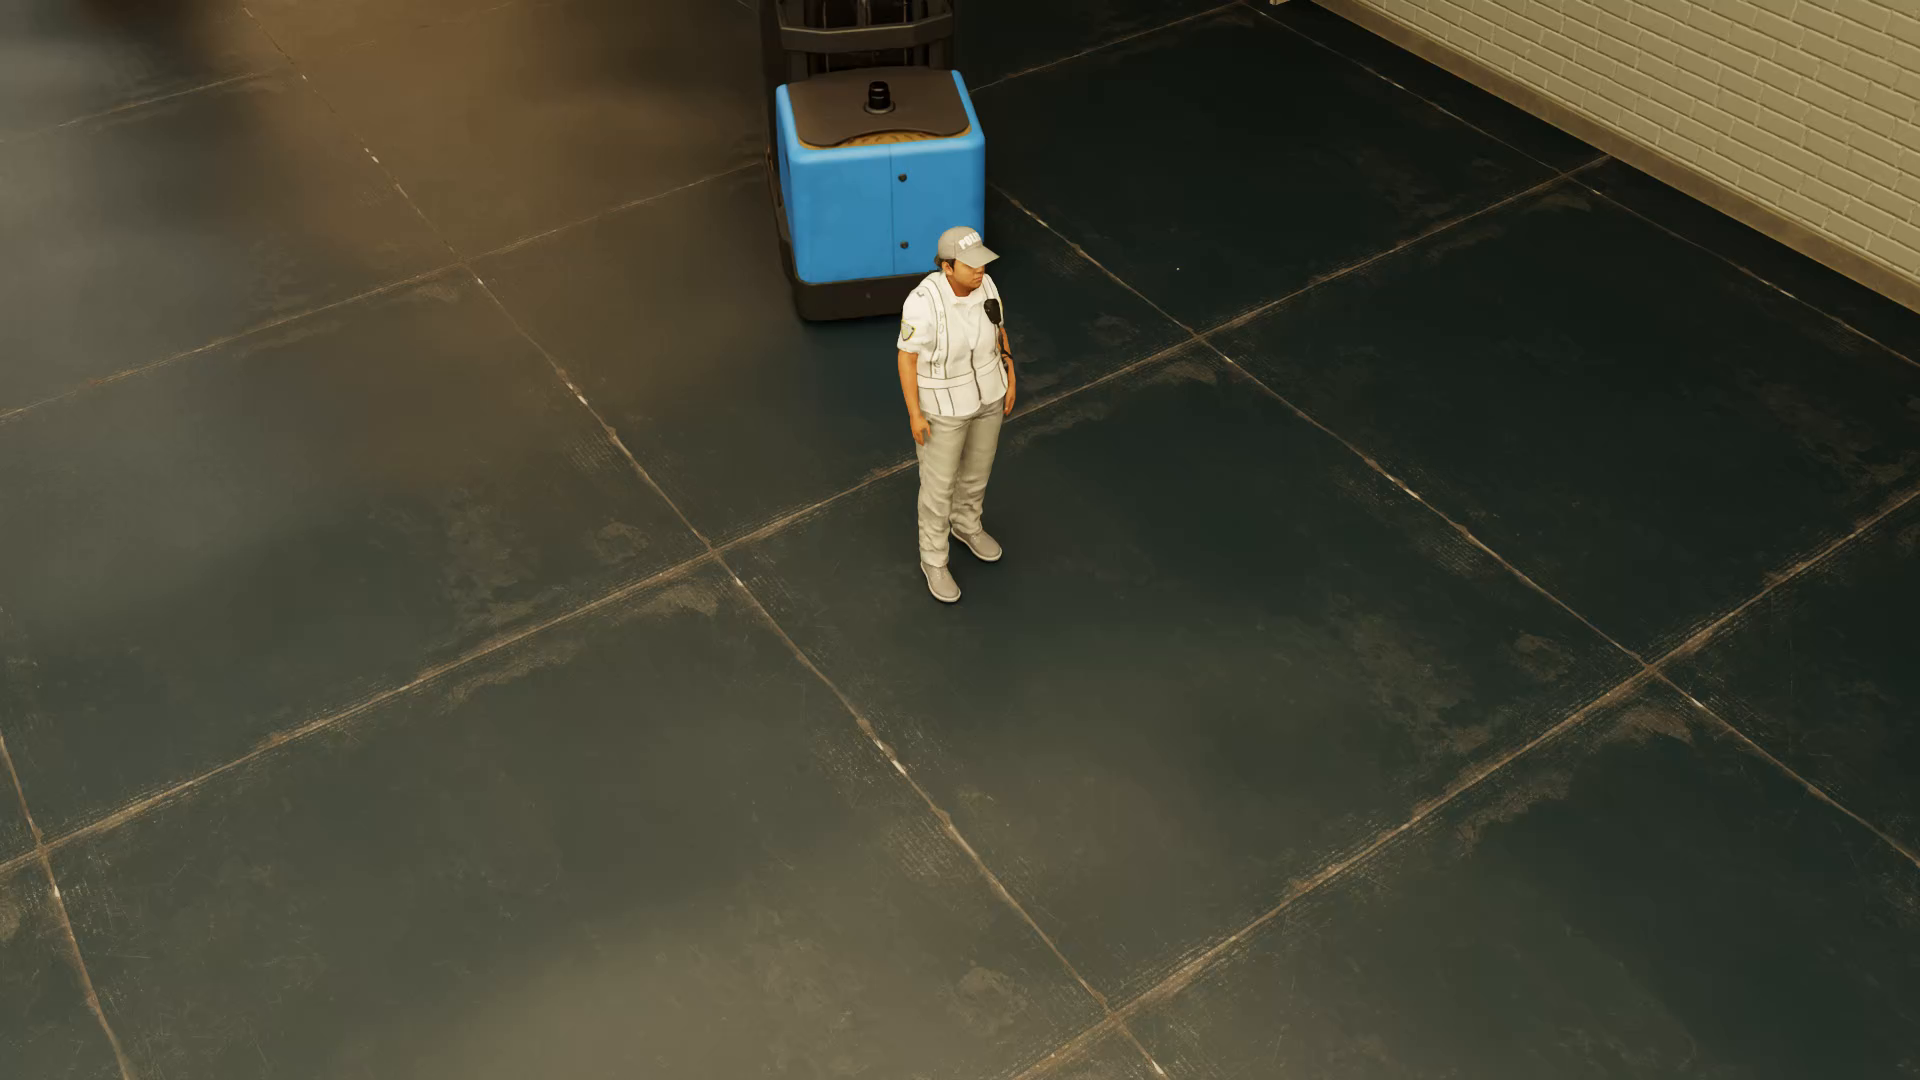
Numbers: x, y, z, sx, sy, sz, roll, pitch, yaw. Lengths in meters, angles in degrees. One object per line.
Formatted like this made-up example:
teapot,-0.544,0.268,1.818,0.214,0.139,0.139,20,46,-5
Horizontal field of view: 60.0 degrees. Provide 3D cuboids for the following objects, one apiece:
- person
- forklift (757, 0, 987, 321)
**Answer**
person,0.025,-0.567,7.253,0.598,1.670,0.529,-25,48,-25
forklift,-0.618,-3.277,9.272,1.130,2.935,3.031,-7,43,-7
